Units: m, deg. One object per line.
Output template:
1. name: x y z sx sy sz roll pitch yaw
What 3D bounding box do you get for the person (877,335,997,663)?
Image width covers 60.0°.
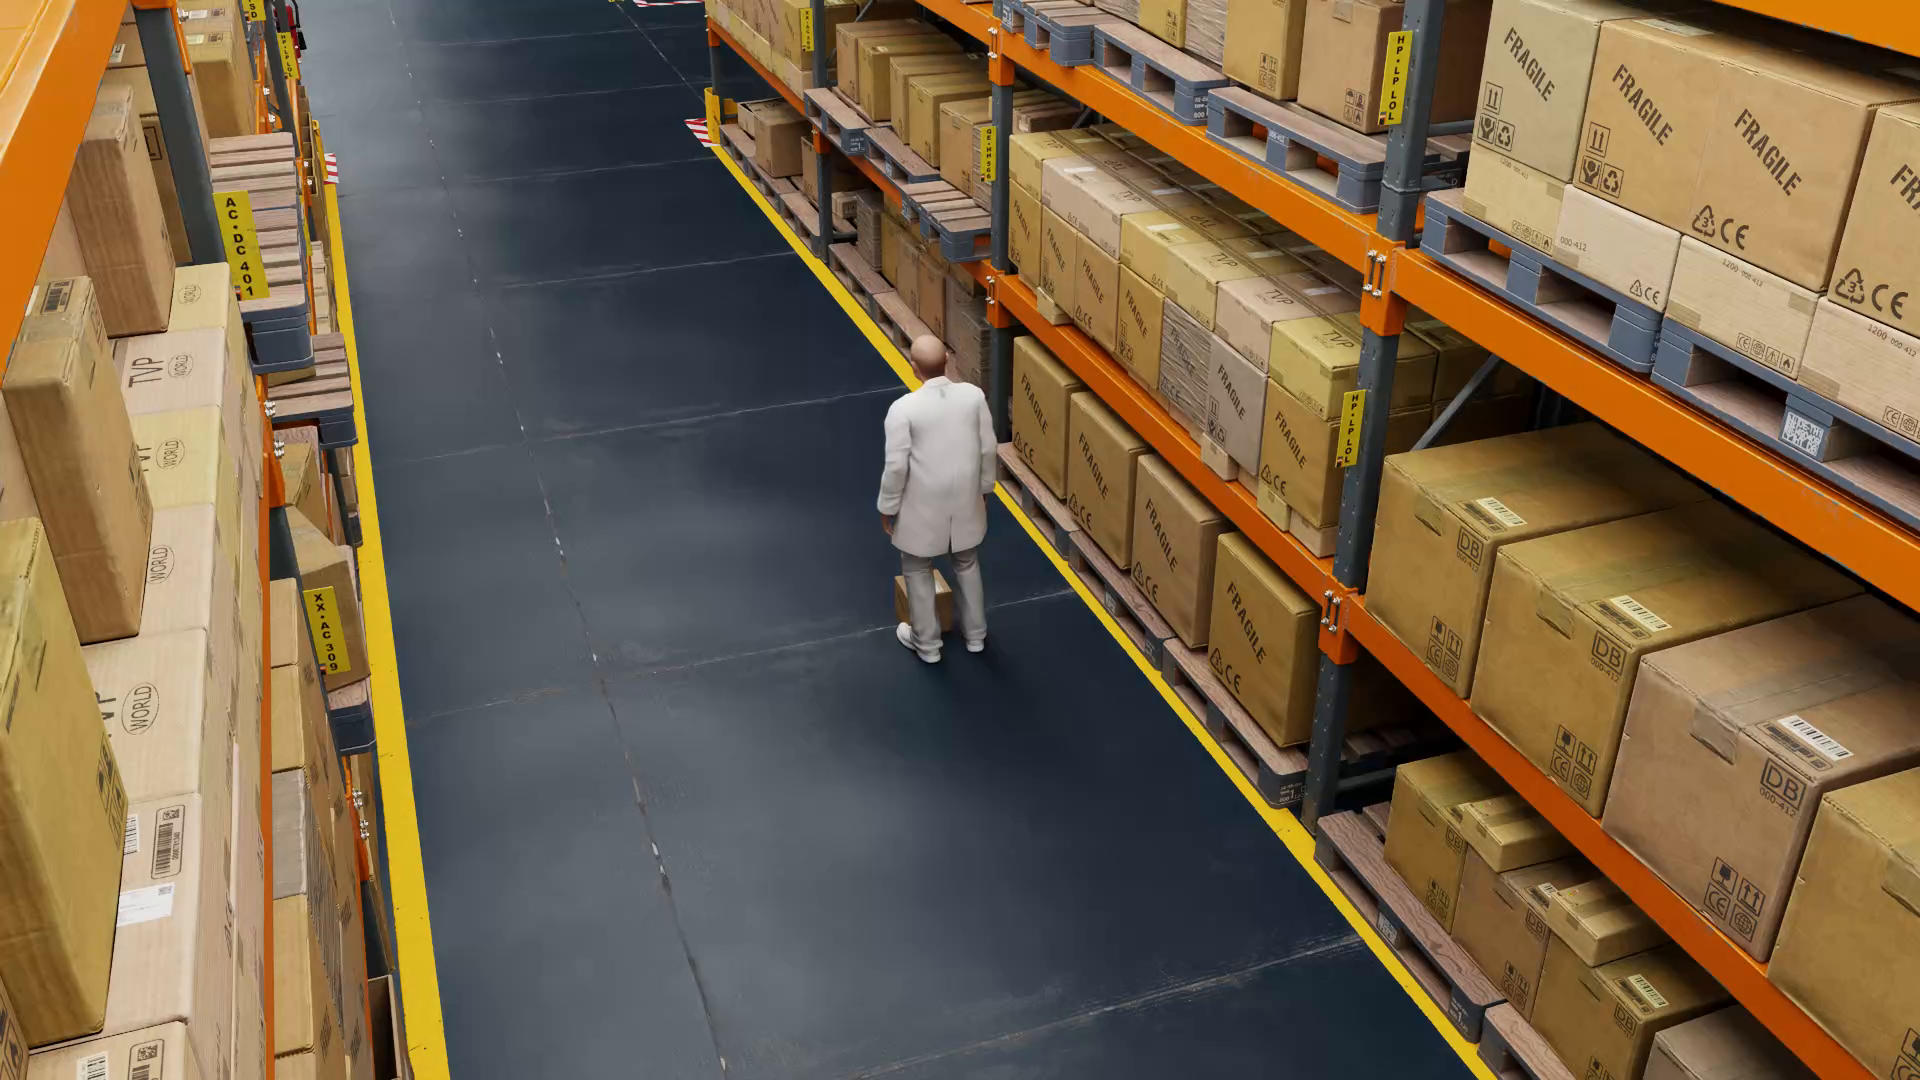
1. person: -0.118 -0.204 8.504 0.652 1.773 0.426 -12 32 -21
